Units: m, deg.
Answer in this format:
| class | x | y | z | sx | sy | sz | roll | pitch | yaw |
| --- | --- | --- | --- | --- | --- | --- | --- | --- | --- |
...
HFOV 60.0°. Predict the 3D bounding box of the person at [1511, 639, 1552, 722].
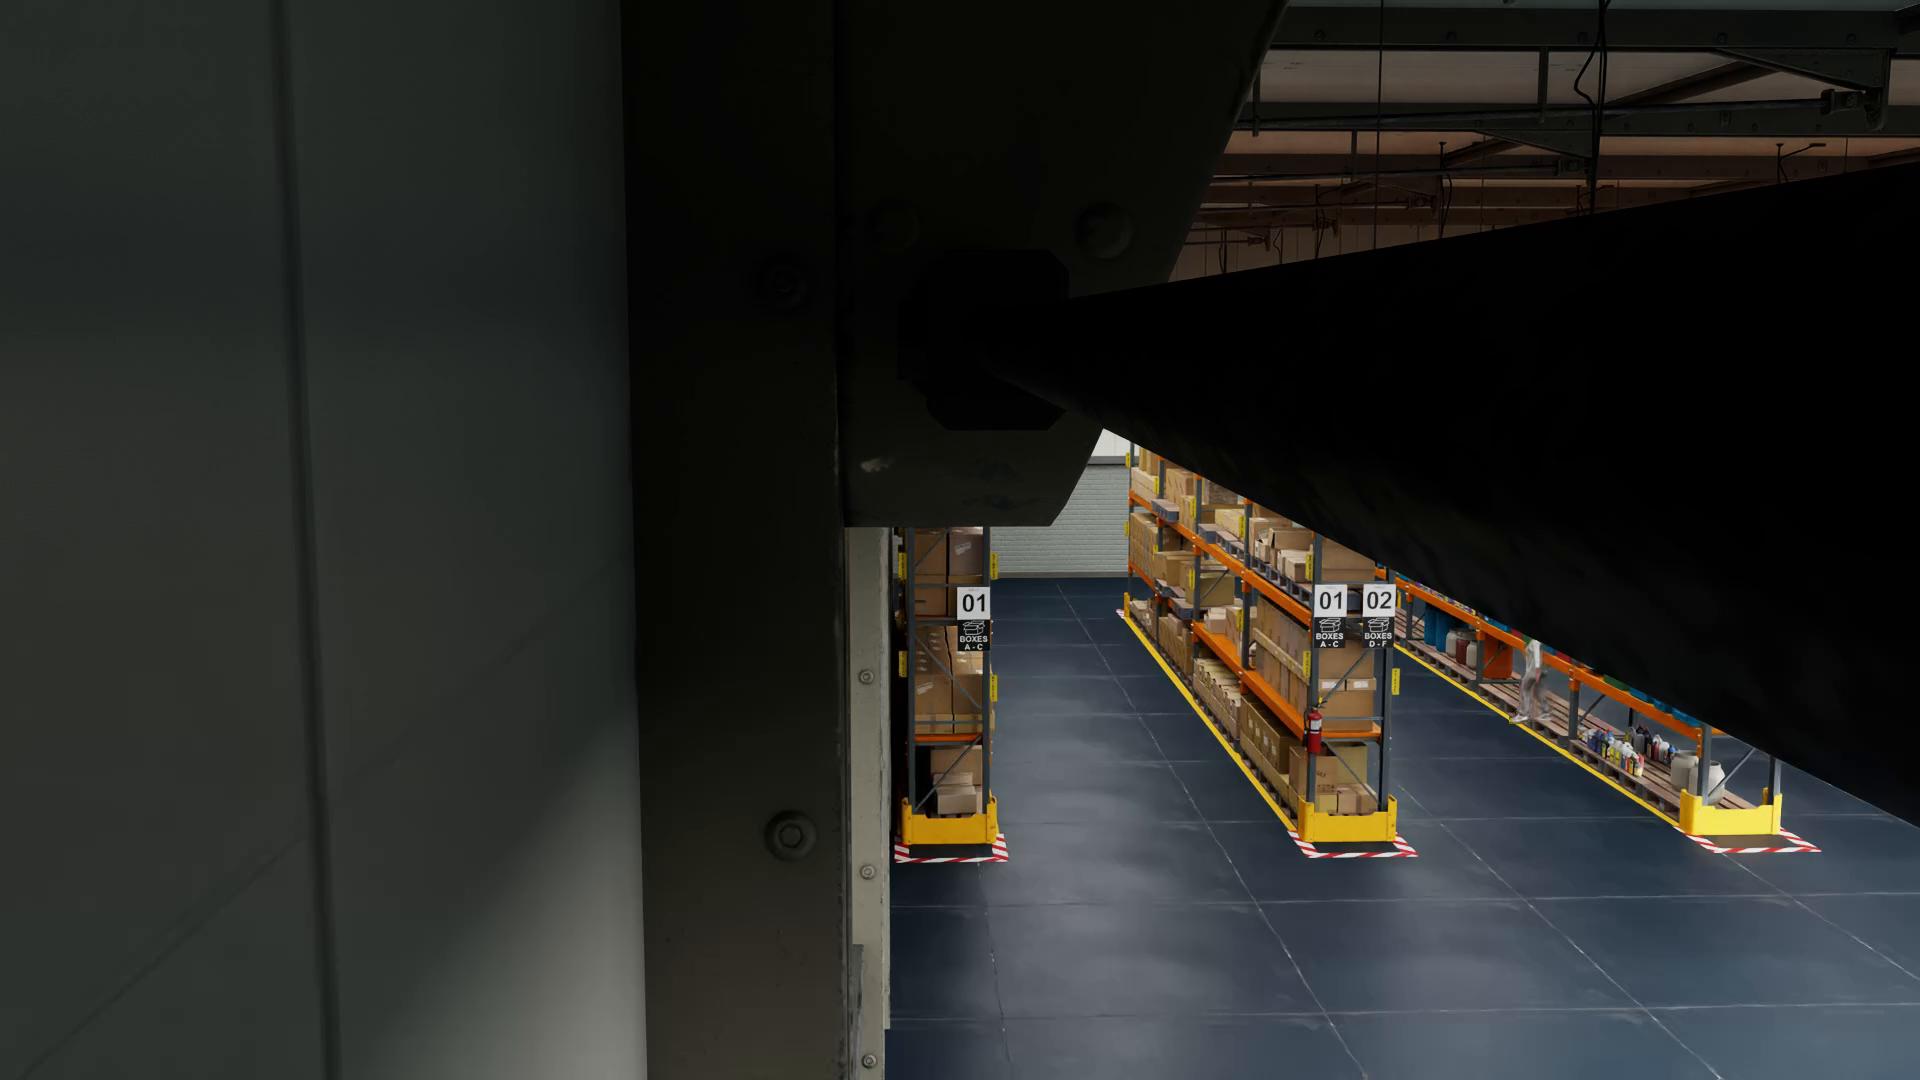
| class | x | y | z | sx | sy | sz | roll | pitch | yaw |
| --- | --- | --- | --- | --- | --- | --- | --- | --- | --- |
| person | 9.052 | 2.102 | 26.068 | 0.404 | 1.598 | 0.651 | -5 | 9 | -33 |
